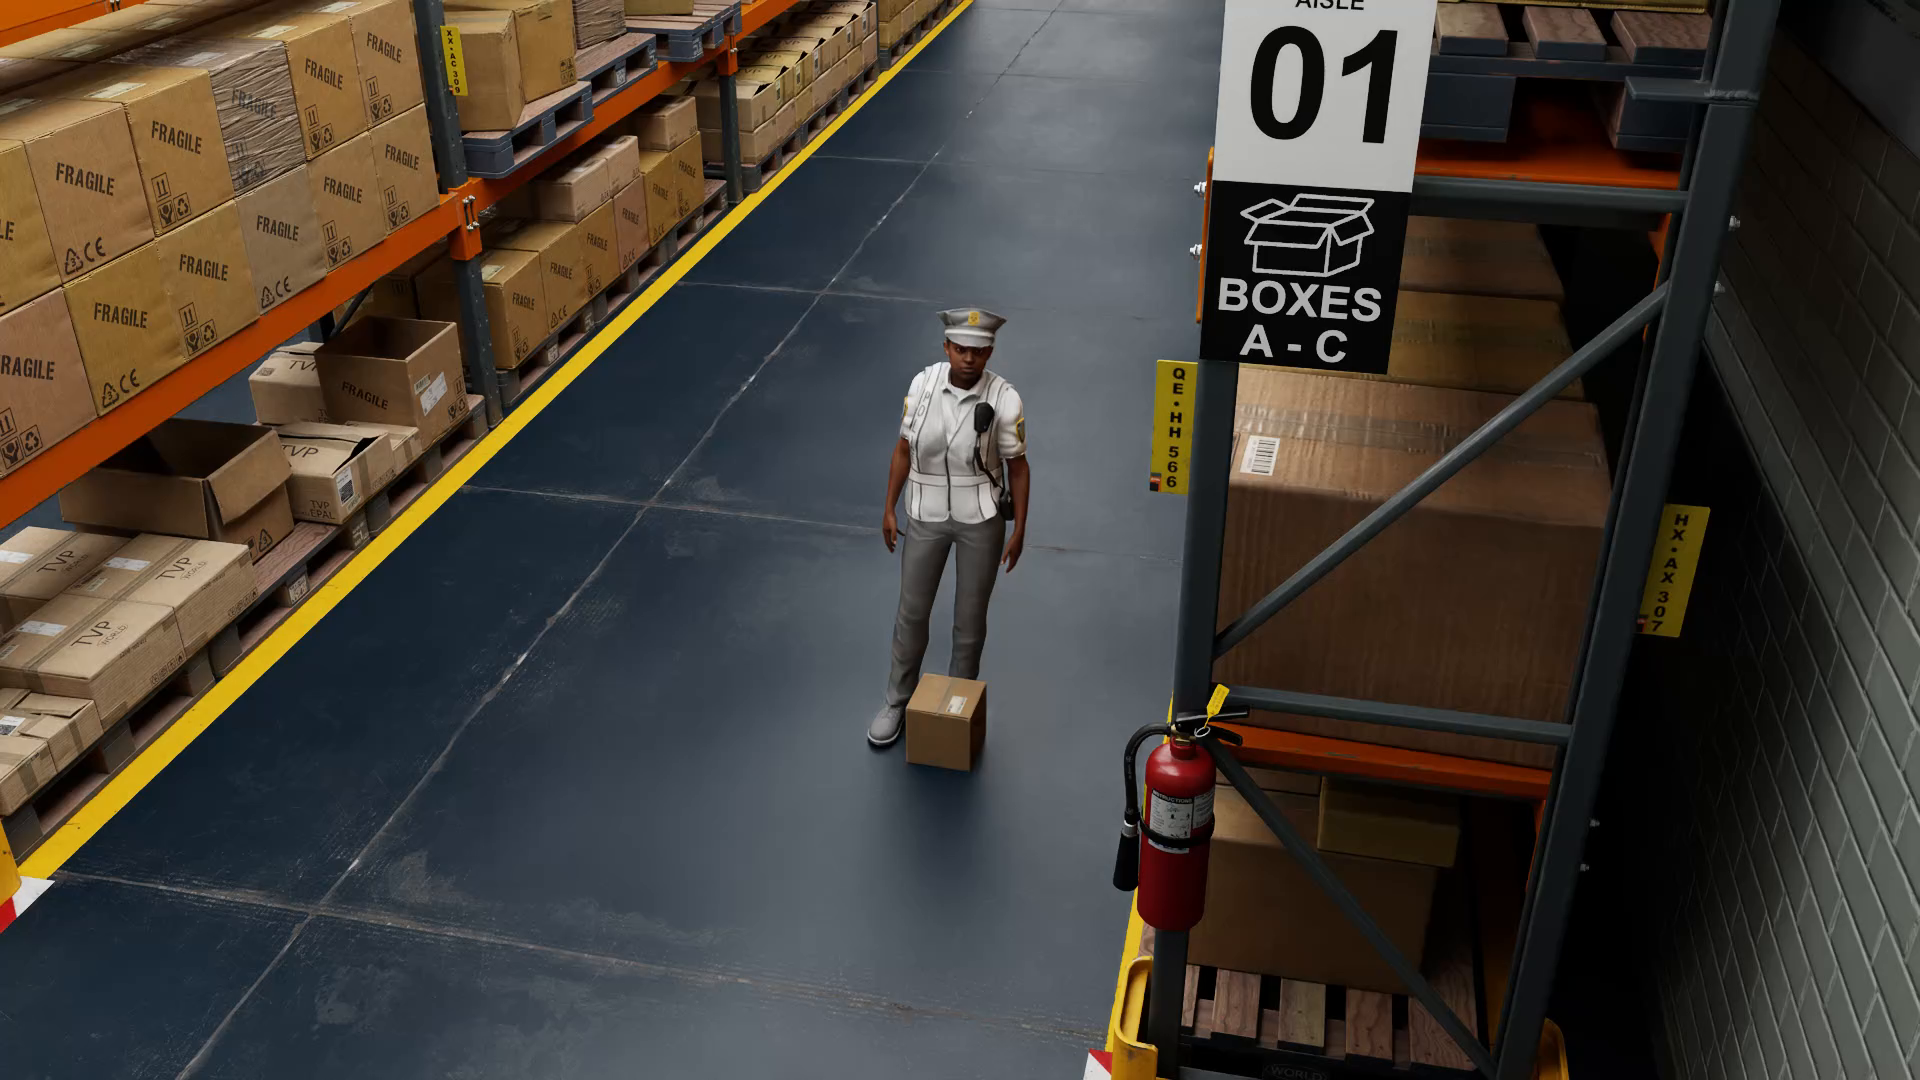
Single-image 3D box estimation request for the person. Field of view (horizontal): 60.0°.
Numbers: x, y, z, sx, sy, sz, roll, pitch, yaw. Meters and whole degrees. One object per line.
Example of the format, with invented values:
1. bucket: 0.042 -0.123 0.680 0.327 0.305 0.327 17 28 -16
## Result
1. person: -0.041 -0.046 6.156 0.569 1.694 0.529 6 29 10
